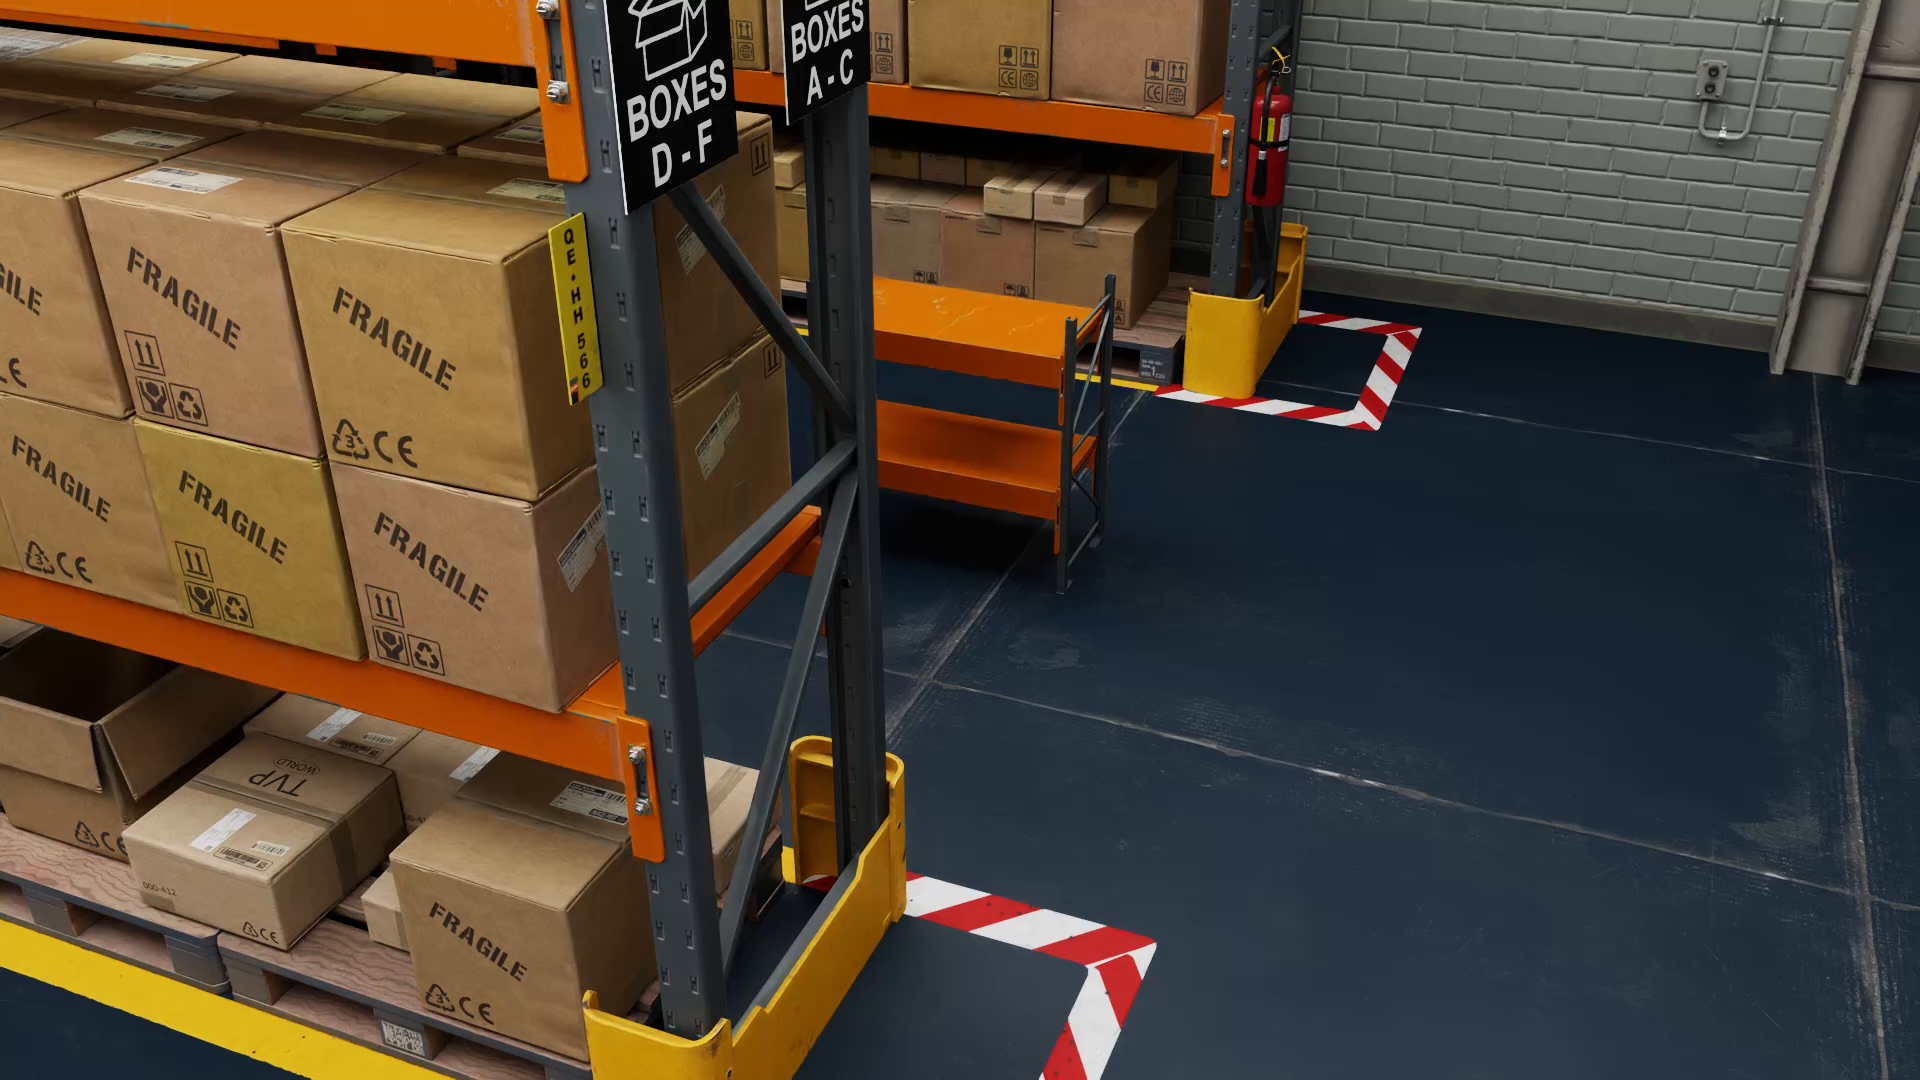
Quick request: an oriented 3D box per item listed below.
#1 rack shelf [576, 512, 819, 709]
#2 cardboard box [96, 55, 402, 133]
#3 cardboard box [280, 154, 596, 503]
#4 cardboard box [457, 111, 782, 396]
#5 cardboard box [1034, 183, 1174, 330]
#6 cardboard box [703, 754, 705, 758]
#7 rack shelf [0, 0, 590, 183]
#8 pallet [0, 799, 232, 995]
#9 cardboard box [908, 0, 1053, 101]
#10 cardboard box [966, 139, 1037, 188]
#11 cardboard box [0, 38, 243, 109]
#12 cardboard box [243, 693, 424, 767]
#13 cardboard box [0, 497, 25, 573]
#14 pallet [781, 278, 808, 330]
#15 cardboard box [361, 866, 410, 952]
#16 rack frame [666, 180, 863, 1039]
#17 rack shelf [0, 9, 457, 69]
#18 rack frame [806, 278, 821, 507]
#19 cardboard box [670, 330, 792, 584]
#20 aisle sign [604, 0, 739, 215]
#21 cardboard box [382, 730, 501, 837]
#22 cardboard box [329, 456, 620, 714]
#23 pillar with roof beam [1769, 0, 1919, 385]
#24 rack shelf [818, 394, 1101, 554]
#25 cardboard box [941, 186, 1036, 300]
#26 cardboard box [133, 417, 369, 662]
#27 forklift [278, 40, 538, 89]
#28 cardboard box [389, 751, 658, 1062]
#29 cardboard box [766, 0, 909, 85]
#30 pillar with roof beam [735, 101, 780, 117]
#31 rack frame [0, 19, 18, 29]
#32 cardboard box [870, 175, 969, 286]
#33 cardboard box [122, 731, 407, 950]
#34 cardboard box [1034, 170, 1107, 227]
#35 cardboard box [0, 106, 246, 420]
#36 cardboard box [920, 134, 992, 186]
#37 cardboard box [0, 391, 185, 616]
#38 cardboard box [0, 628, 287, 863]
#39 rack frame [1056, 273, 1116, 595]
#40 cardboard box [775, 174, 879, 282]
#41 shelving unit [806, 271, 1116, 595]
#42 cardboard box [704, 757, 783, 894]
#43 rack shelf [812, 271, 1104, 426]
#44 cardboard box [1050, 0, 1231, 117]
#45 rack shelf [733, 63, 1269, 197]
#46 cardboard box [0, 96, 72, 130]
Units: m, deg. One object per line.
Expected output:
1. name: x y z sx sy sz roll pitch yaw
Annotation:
1. rack shelf: -2.298 -0.151 4.502 3.809 0.124 0.919 11 31 19
2. cardboard box: -1.706 -0.879 4.138 0.500 0.500 0.500 12 32 20
3. cardboard box: -0.960 -0.445 3.372 0.500 0.500 0.500 11 31 19
4. cardboard box: -0.757 -0.691 3.806 0.500 0.500 0.500 12 32 21
5. cardboard box: 0.728 -1.447 8.376 0.500 0.500 0.700 11 31 19
6. cardboard box: -0.935 0.752 4.803 0.250 0.166 0.380 11 31 19
7. rack shelf: -2.298 -1.372 3.812 4.000 0.370 1.077 11 31 19
8. pallet: -2.381 0.817 5.090 1.213 0.211 1.003 11 31 19
9. cardboard box: 0.260 -2.619 8.030 0.700 0.700 0.980 11 31 19
10. cardboard box: 0.218 -1.938 8.584 0.250 0.149 0.380 12 31 20
11. cardboard box: -2.177 -0.972 4.304 0.500 0.500 0.500 11 31 19
12. cardboard box: -1.768 0.581 5.021 0.500 0.250 0.500 11 31 19
13. cardboard box: -2.371 -0.294 4.120 0.500 0.500 0.500 11 31 18
14. pallet: -0.482 -1.394 9.001 1.213 0.211 1.003 11 31 19
15. cardboard box: -1.382 0.928 4.492 0.250 0.166 0.380 11 31 19
16. rack frame: -0.443 -0.011 3.721 0.053 2.616 0.949 11 31 19
17. rack shelf: -4.145 -3.066 9.856 4.000 0.370 1.077 11 31 19
18. rack frame: -0.465 -0.582 6.637 0.032 1.125 0.500 11 31 19
19. cardboard box: -0.757 -0.255 4.052 0.500 0.500 0.500 12 32 20
20. aisle sign: -0.496 -0.989 2.809 0.004 0.787 0.394 11 31 19
21. cardboard box: -1.305 0.674 4.857 0.500 0.250 0.500 11 31 19
22. cardboard box: -0.962 -0.012 3.621 0.500 0.500 0.500 12 32 21
23. pillar with roof beam: 2.623 -2.812 2.581 0.400 9.000 9.100 11 31 19
24. rack shelf: 0.006 -0.276 6.591 1.000 0.278 0.538 11 31 19
25. cardboard box: 0.265 -1.540 8.540 0.500 0.500 0.700 11 31 19
26. cardboard box: -1.444 -0.106 3.788 0.500 0.500 0.500 12 31 20
27. forklift: -2.492 -1.717 6.809 3.031 2.935 1.130 11 31 18
28. cardboard box: -1.041 0.899 4.204 0.500 0.500 0.500 11 31 19
29. cardboard box: -0.443 -2.764 8.287 0.700 0.700 0.980 10 31 17
30. pillar with roof beam: -2.937 -3.923 4.545 0.400 9.000 9.100 11 31 19
31. rack frame: -6.000 -3.747 10.331 0.053 2.616 0.949 11 31 19
32. cardboard box: -0.202 -1.633 8.704 0.500 0.500 0.700 10 31 17
33. cardboard box: -1.910 0.818 4.601 0.500 0.250 0.500 11 31 19
34. cardboard box: 0.541 -1.670 8.111 0.250 0.149 0.380 11 31 19
35. cardboard box: -1.911 -0.632 3.702 0.500 0.500 0.500 12 32 20
36. cardboard box: -0.018 -1.984 8.667 0.250 0.149 0.380 12 32 20
37. cardboard box: -1.904 -0.201 3.955 0.500 0.500 0.500 12 31 20
38. cardboard box: -2.408 0.491 4.923 0.637 0.503 0.797 11 31 19
39. rack frame: 0.477 -0.394 6.305 0.032 1.125 0.500 11 31 19
40. cardboard box: -0.699 -1.728 8.872 0.500 0.500 0.700 12 32 20
41. shelving unit: 0.006 -0.488 6.471 1.048 1.125 0.538 11 31 19
42. cardboard box: -0.703 0.806 4.726 0.250 0.149 0.380 11 31 19
43. rack shelf: 0.006 -0.743 6.327 1.000 0.278 0.538 11 31 19
44. cardboard box: 0.938 -2.489 7.801 0.700 0.700 0.980 13 32 21
45. rack shelf: -0.439 -2.326 8.547 4.000 0.370 1.077 11 31 19
46. cardboard box: -2.387 -0.727 3.870 0.500 0.500 0.500 12 32 21
